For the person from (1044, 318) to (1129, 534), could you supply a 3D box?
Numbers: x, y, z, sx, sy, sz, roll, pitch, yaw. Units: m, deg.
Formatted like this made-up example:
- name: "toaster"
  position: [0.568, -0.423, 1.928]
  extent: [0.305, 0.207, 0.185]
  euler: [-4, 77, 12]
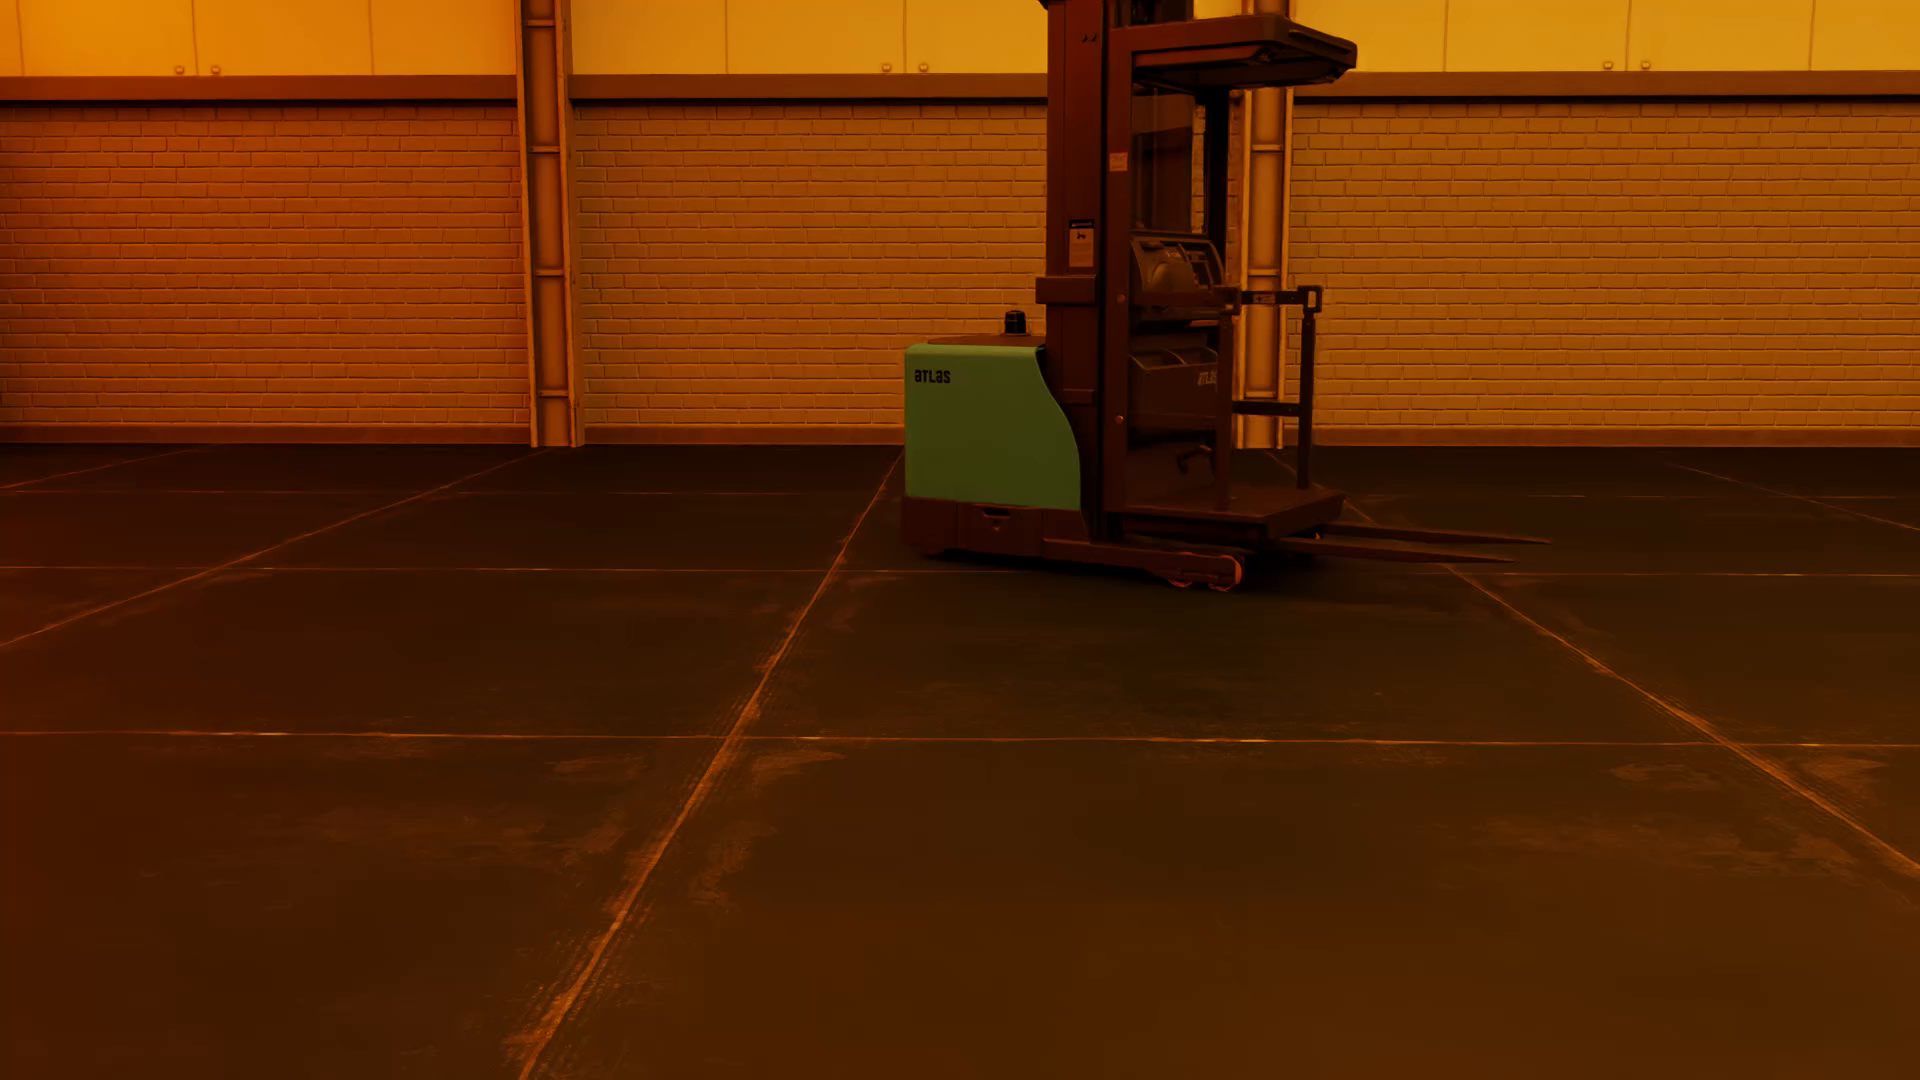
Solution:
- name: "person"
  position: [0.778, -0.820, 9.506]
  extent: [0.917, 1.503, 1.160]
  euler: [4, 9, 22]

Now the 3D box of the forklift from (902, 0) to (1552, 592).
- name: "forklift"
  position: [1.221, -1.307, 7.851]
  extent: [3.031, 2.935, 1.130]
  euler: [6, 10, 32]
